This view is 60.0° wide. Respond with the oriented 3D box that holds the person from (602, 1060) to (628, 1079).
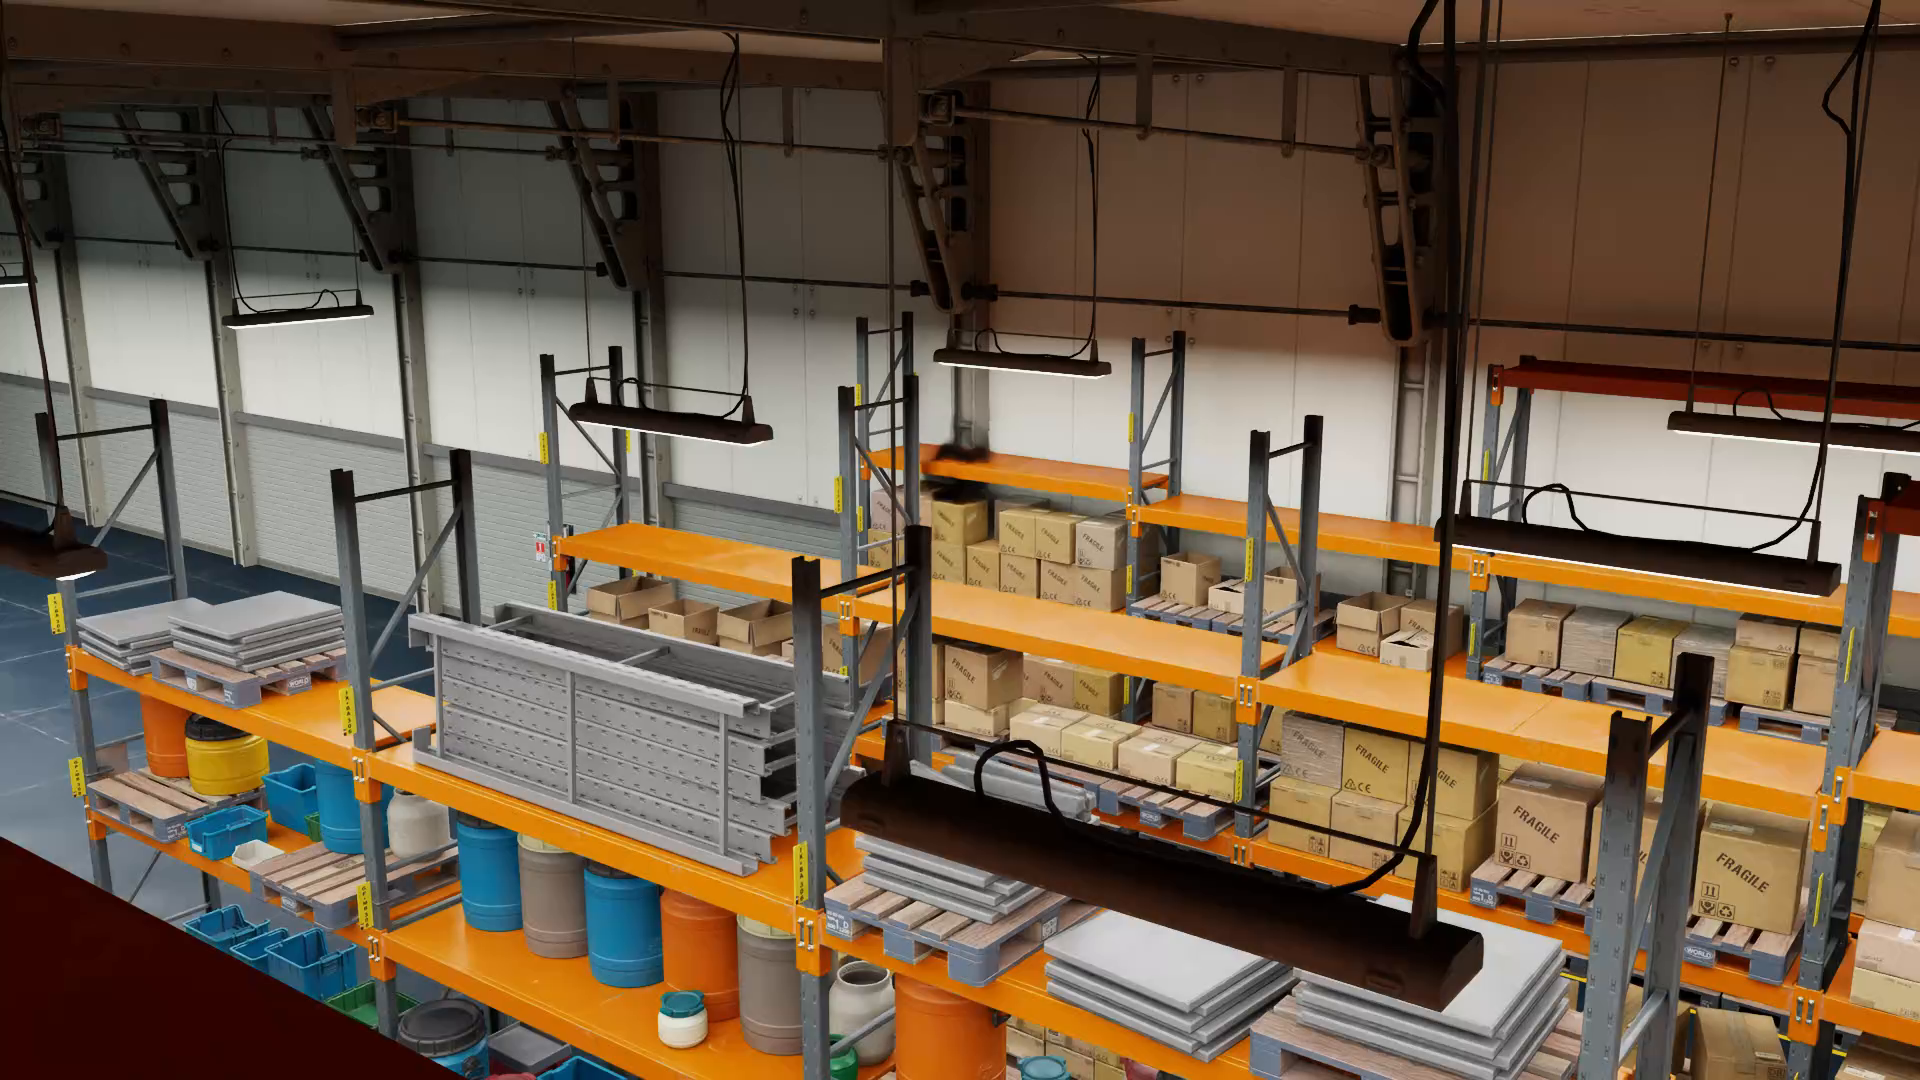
[{"bbox_3d":[-2.801,4.211,13.672,0.848,1.572,0.579,10,16,36],"label":"person"}]
